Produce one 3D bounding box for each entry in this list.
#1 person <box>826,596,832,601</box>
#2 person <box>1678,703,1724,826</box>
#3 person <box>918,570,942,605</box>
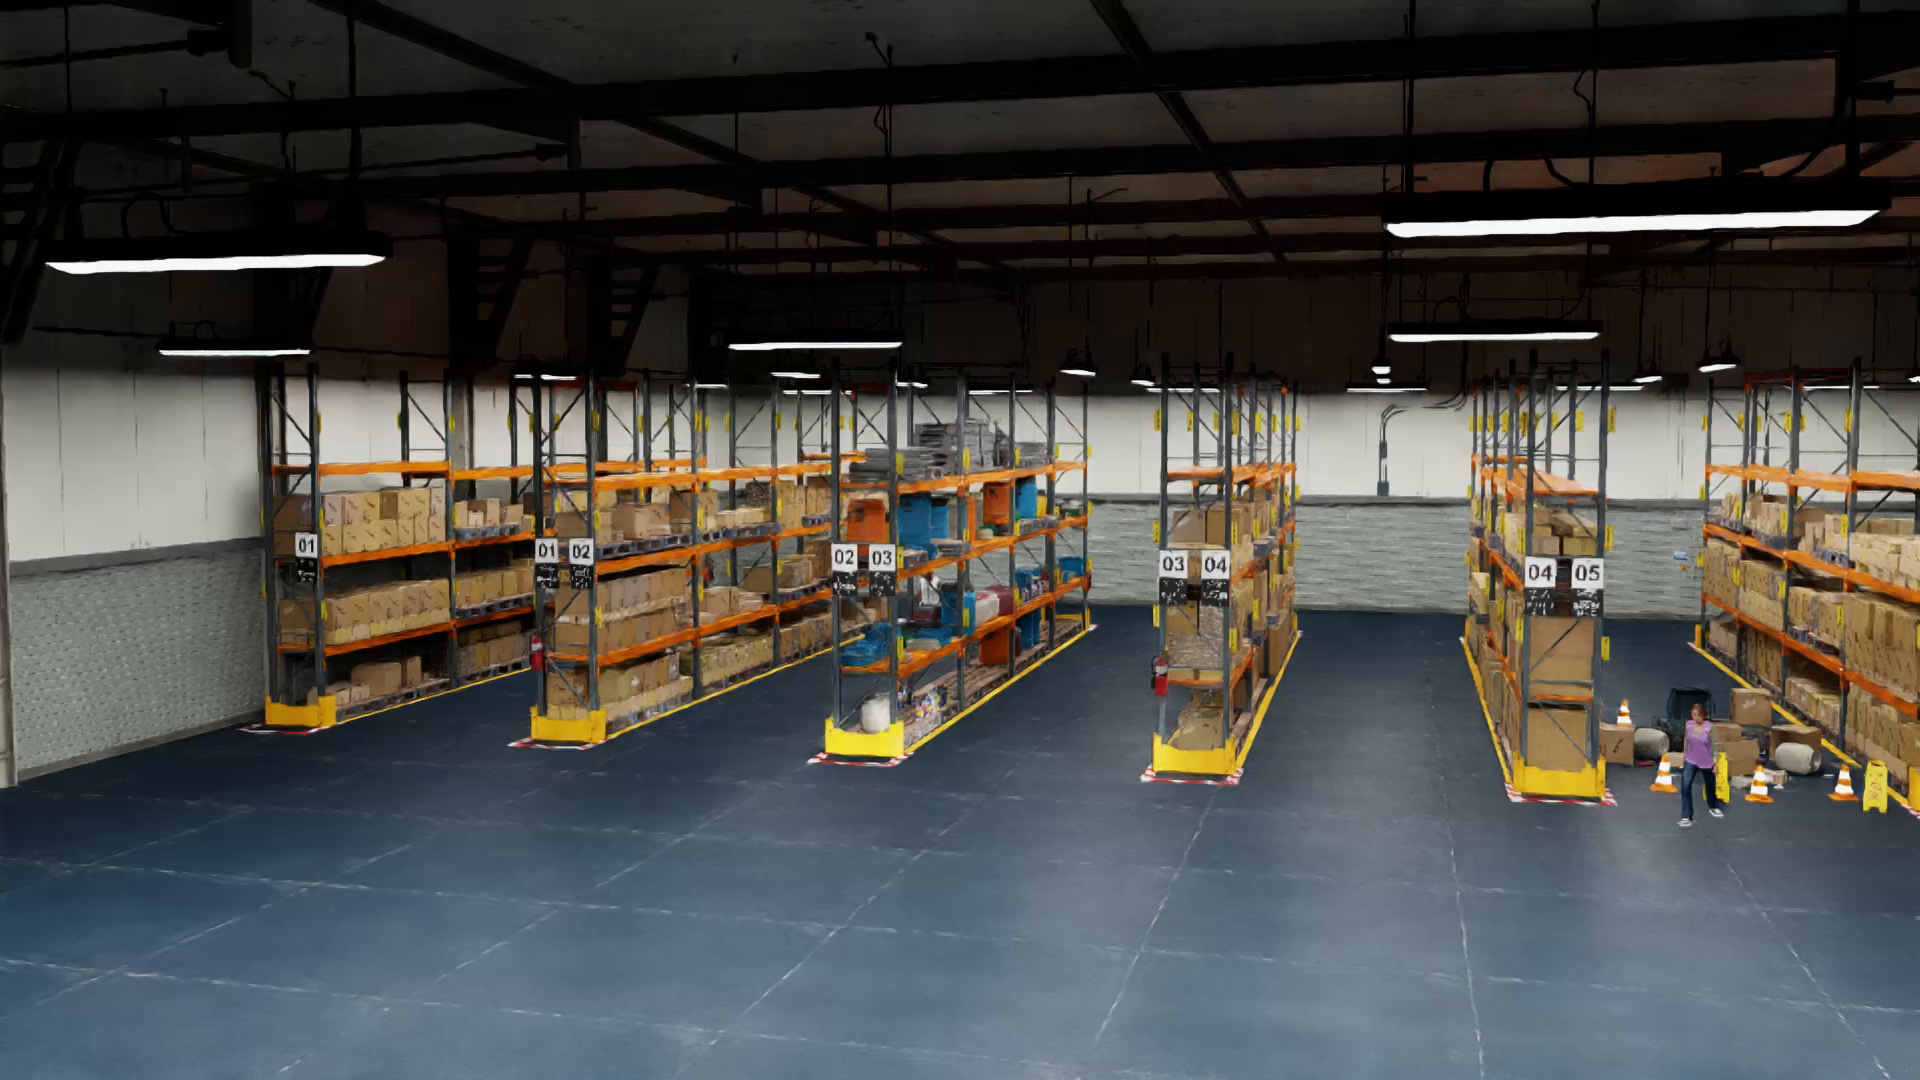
[{"bbox_3d":[-3.876,0.886,46.783,0.645,1.667,0.458,-2,5,-29],"label":"person"},{"bbox_3d":[9.246,2.769,20.727,0.455,1.531,0.867,3,5,36],"label":"person"},{"bbox_3d":[-0.713,1.432,38.451,0.566,1.706,1.122,1,4,16],"label":"person"}]
